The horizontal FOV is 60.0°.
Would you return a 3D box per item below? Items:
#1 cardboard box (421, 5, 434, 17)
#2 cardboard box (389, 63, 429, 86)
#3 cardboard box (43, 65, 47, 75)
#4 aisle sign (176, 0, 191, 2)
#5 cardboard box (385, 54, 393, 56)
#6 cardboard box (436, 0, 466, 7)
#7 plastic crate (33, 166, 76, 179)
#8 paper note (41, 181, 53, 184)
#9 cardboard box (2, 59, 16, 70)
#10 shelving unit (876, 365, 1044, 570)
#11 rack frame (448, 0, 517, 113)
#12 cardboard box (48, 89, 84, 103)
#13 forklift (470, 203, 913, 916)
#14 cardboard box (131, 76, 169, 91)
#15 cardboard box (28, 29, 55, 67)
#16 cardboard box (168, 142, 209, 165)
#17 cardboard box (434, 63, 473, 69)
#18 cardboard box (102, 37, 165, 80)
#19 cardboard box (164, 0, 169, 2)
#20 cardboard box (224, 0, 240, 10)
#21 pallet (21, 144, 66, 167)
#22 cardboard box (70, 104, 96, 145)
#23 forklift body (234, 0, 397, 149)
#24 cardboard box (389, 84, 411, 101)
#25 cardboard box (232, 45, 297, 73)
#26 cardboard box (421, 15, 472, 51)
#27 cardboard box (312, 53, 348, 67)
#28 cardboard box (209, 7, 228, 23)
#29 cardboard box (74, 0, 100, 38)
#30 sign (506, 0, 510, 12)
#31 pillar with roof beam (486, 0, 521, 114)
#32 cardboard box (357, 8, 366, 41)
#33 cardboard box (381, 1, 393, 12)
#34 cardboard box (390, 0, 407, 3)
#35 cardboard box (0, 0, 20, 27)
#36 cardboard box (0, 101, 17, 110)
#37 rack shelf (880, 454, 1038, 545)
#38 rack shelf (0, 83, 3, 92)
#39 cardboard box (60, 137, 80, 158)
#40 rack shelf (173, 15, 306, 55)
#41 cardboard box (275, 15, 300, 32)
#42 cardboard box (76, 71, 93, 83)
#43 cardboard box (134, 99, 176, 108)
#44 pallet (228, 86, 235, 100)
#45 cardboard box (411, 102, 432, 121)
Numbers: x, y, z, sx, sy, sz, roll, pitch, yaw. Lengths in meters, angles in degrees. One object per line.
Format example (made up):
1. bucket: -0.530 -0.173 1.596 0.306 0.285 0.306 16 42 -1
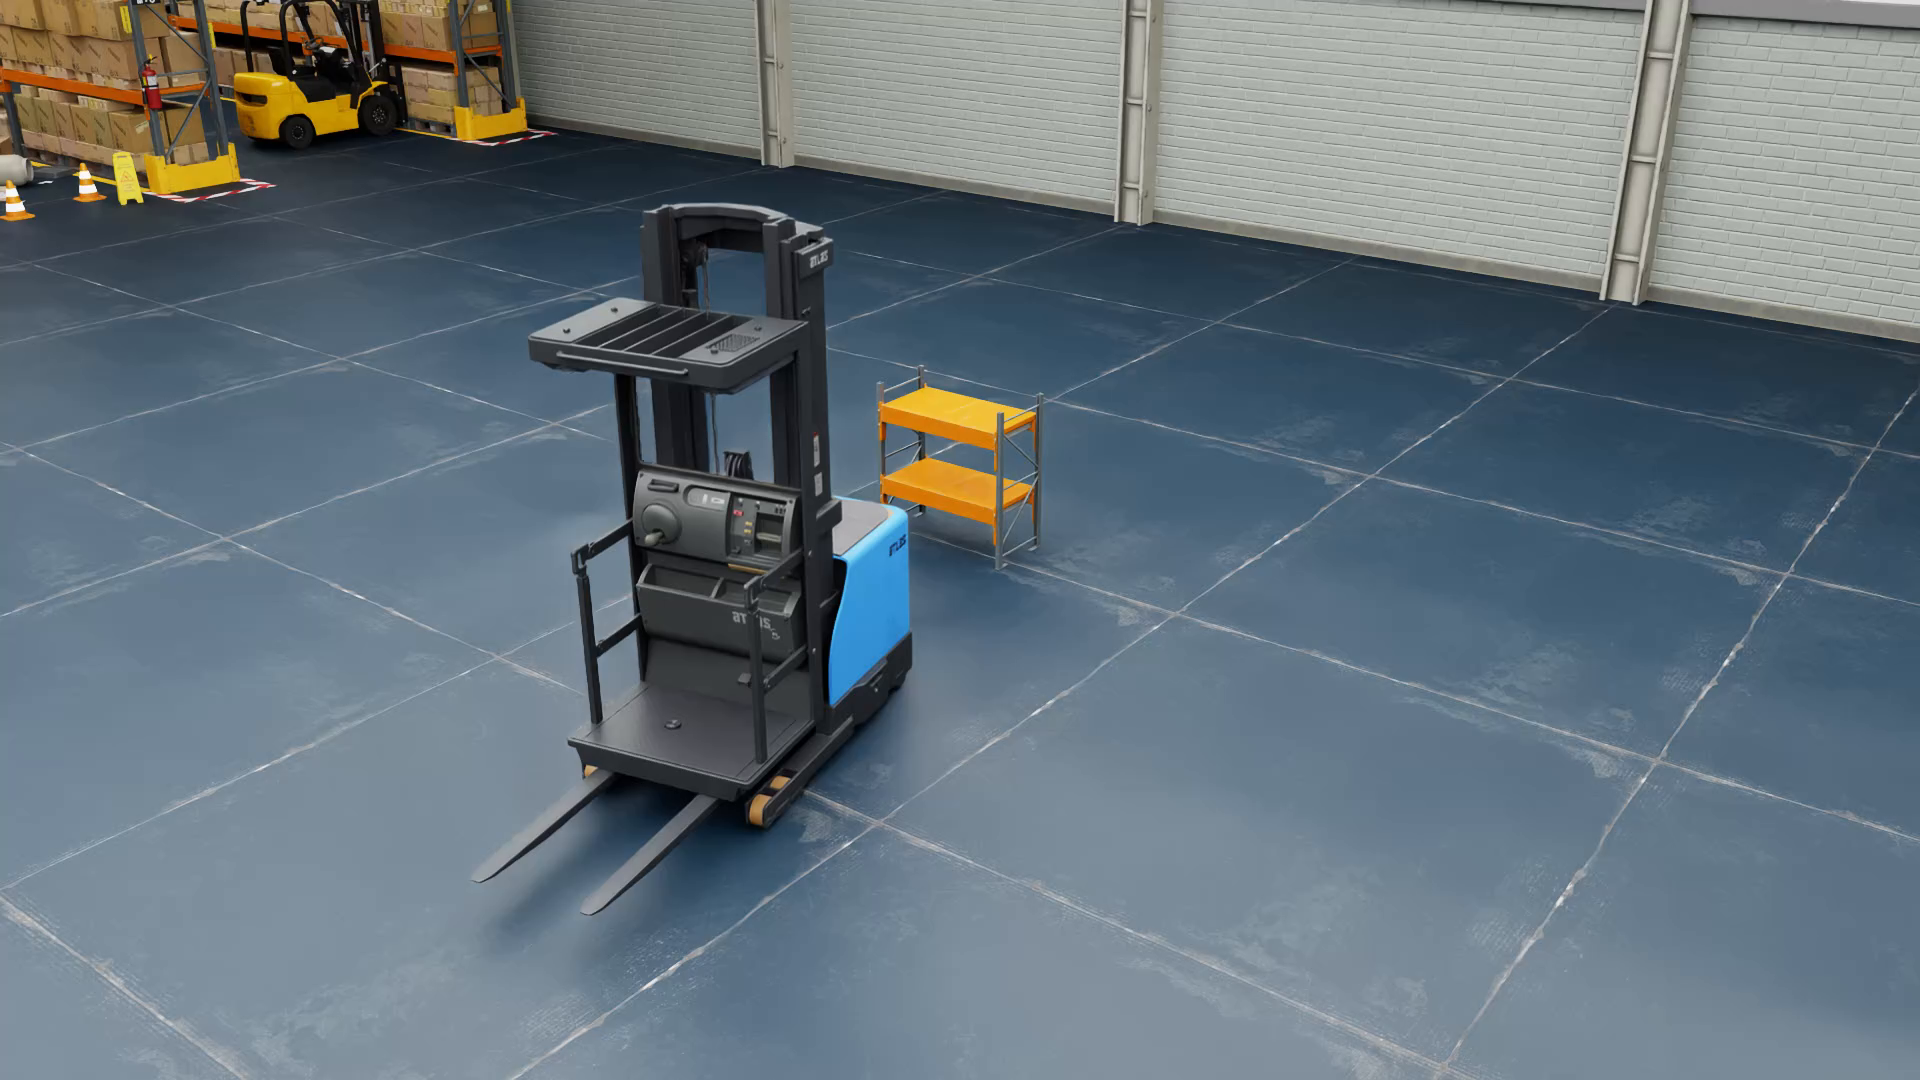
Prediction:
1. cardboard box: -8.080 -8.188 25.685 0.250 0.149 0.380 17 29 34
2. cardboard box: -8.790 -7.443 26.571 0.500 0.250 0.500 17 29 34
3. cardboard box: -12.654 -6.646 23.425 0.250 0.149 0.380 17 29 33
4. aisle sign: -10.151 -7.472 21.765 0.004 0.787 0.394 17 29 33
5. cardboard box: -9.689 -7.984 27.801 0.500 0.250 0.500 16 29 33
6. cardboard box: -7.825 -8.297 25.564 0.250 0.149 0.380 17 29 33
7. plastic crate: -12.823 -5.185 23.418 0.583 0.080 0.402 7 25 15
8. paper note: -12.596 -4.935 22.912 0.148 0.019 0.142 7 25 15
9. cardboard box: -13.527 -6.870 23.934 0.250 0.149 0.380 17 29 33
10. shelving unit: -0.005 -0.516 11.527 1.048 1.125 0.538 17 29 33
11. rack frame: -7.412 -7.800 25.733 0.127 3.000 1.000 17 29 33
12. cardboard box: -12.583 -6.272 23.419 0.250 0.149 0.380 19 30 36
13. forklift: -1.340 -0.079 8.294 1.130 2.935 3.031 10 26 22
14. cardboard box: -10.814 -6.104 22.195 0.250 0.149 0.380 18 29 35
15. cardboard box: -12.593 -6.911 23.222 0.500 0.500 0.500 17 29 33
16. cardboard box: -10.866 -5.416 23.211 0.500 0.250 0.500 17 29 33
17. cardboard box: -8.085 -7.488 26.675 0.500 0.250 0.500 17 29 33
18. cardboard box: -10.986 -6.422 22.112 0.500 0.500 0.500 16 29 32
19. cardboard box: -14.570 -9.847 30.169 0.250 0.149 0.380 17 29 34
20. cardboard box: -12.373 -9.339 28.792 0.500 0.250 0.500 17 29 34
21. pallet: -13.028 -5.738 24.511 1.213 0.211 1.003 17 29 33
22. cardboard box: -12.003 -5.834 23.229 0.500 0.500 0.500 16 28 32
23. forklift body: -10.024 -7.282 25.609 1.214 2.155 2.313 17 29 33
24. cardboard box: -8.810 -7.222 26.691 0.500 0.250 0.500 16 28 32
25. cardboard box: -12.256 -8.367 29.443 0.625 0.625 0.875 15 28 31
26. cardboard box: -7.964 -7.880 25.790 0.500 0.500 0.500 16 28 32
27. cardboard box: -10.414 -7.941 27.701 0.500 0.250 0.500 16 29 33
28. cardboard box: -12.789 -9.234 29.174 0.500 0.250 0.500 16 28 32
29. cardboard box: -11.326 -7.015 22.218 0.500 0.500 0.700 17 29 34
30. sign: -7.075 -8.410 25.945 0.005 0.325 0.100 17 29 33
31. pillar with roof beam: -10.011 -9.616 22.413 0.400 9.000 9.100 17 29 33
32. cardboard box: -9.582 -8.379 26.922 0.500 0.500 0.500 16 29 33
33. cardboard box: -8.899 -8.438 26.253 0.250 0.149 0.380 17 29 34
34. cardboard box: -8.697 -8.513 26.053 0.250 0.149 0.380 18 29 35
35. cardboard box: -12.969 -7.497 23.313 0.500 0.500 0.700 17 29 34
36. cardboard box: -14.586 -6.453 25.415 0.625 0.372 0.950 19 30 36
37. rack shelf: -0.005 -0.293 11.625 1.000 0.278 0.538 17 29 33
38. rack shelf: -15.187 -7.319 25.534 4.000 0.370 1.077 17 29 33
39. cardboard box: -12.417 -5.616 23.666 0.500 0.250 0.500 16 29 33
40. rack shelf: -12.213 -8.922 29.171 4.000 0.370 1.077 17 29 33
41. cardboard box: -11.173 -8.736 28.043 0.500 0.250 0.500 18 29 34
42. cardboard box: -11.879 -6.391 22.846 0.250 0.149 0.380 16 29 33
43. cardboard box: -11.306 -5.890 23.356 0.500 0.500 0.500 16 28 31
44. pallet: -12.206 -7.952 29.535 1.213 0.211 1.003 17 29 33
45. cardboard box: -8.370 -6.869 26.509 0.500 0.250 0.500 17 29 33
